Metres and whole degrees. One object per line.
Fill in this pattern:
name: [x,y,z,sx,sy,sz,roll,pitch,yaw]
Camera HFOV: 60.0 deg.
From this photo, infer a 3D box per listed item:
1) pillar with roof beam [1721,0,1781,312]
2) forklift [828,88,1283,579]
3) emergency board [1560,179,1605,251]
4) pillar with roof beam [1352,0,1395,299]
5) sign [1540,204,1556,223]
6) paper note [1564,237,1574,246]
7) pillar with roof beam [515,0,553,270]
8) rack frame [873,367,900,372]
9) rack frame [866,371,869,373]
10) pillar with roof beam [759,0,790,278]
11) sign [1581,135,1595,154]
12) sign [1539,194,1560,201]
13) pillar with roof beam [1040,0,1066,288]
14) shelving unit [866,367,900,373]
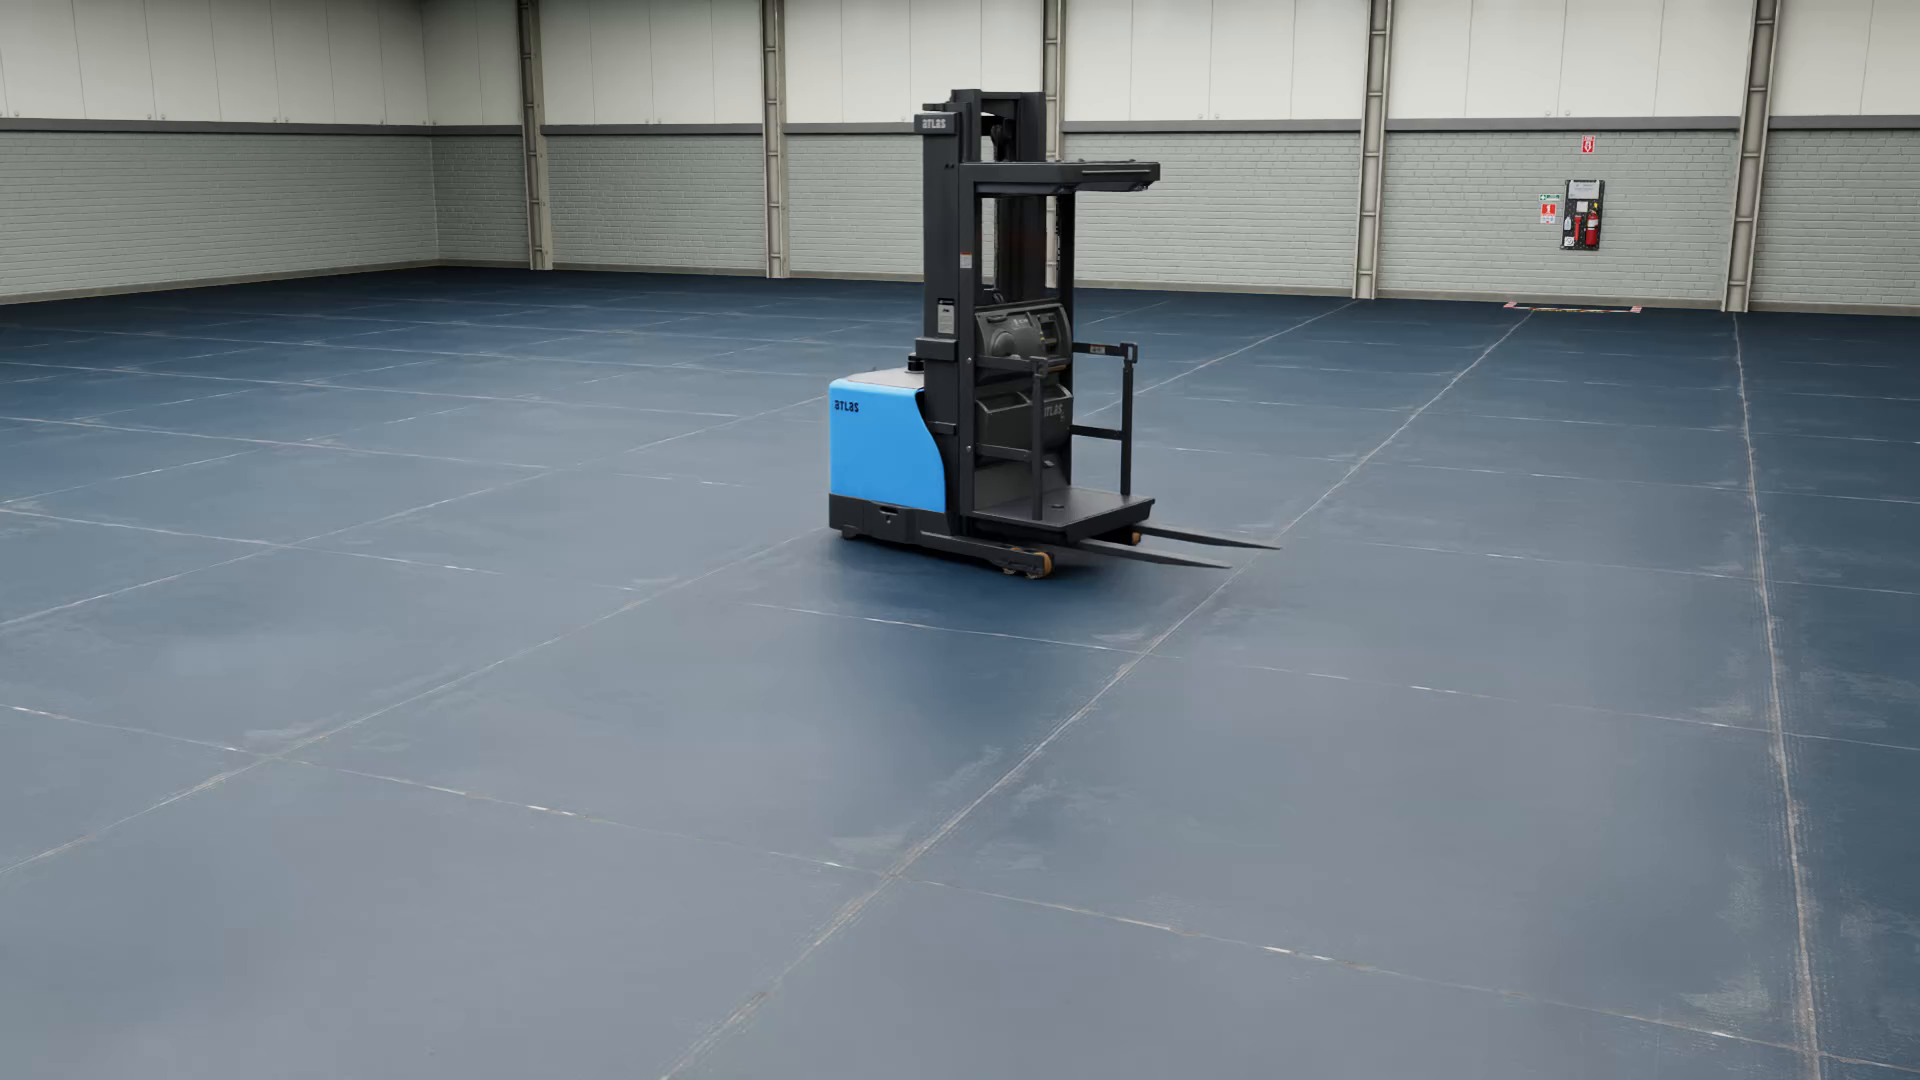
pillar with roof beam: [10.960,-7.243,22.423,0.400,9.000,9.100,6,14,23]
forklift: [0.573,-1.325,10.484,3.031,2.935,1.130,10,17,37]
emergency board: [10.460,-5.458,27.949,0.643,1.169,0.194,6,14,23]
pillar with roof beam: [5.475,-7.798,24.789,0.400,9.000,9.100,6,14,23]
sign: [9.996,-5.548,28.255,0.234,0.329,0.001,6,14,23]
paper note: [10.326,-5.060,28.181,0.142,0.148,0.016,6,14,23]
pillar with roof beam: [-10.983,-9.464,31.887,0.400,9.000,9.100,6,14,23]
rack frame: [-0.528,-0.733,12.081,0.200,1.050,0.008,2,13,7]
rack frame: [-0.561,-0.678,11.845,0.200,1.050,0.008,2,13,7]
pillar with roof beam: [-5.497,-8.908,29.521,0.400,9.000,9.100,6,14,23]
sign: [10.493,-6.608,27.776,0.199,0.298,0.001,6,14,23]
sign: [9.997,-5.804,28.184,0.331,0.109,0.001,6,14,23]
pillar with roof beam: [-0.011,-8.353,27.155,0.400,9.000,9.100,6,14,23]
shelving unit: [-0.545,-0.705,11.963,0.215,1.050,0.252,2,13,7]
